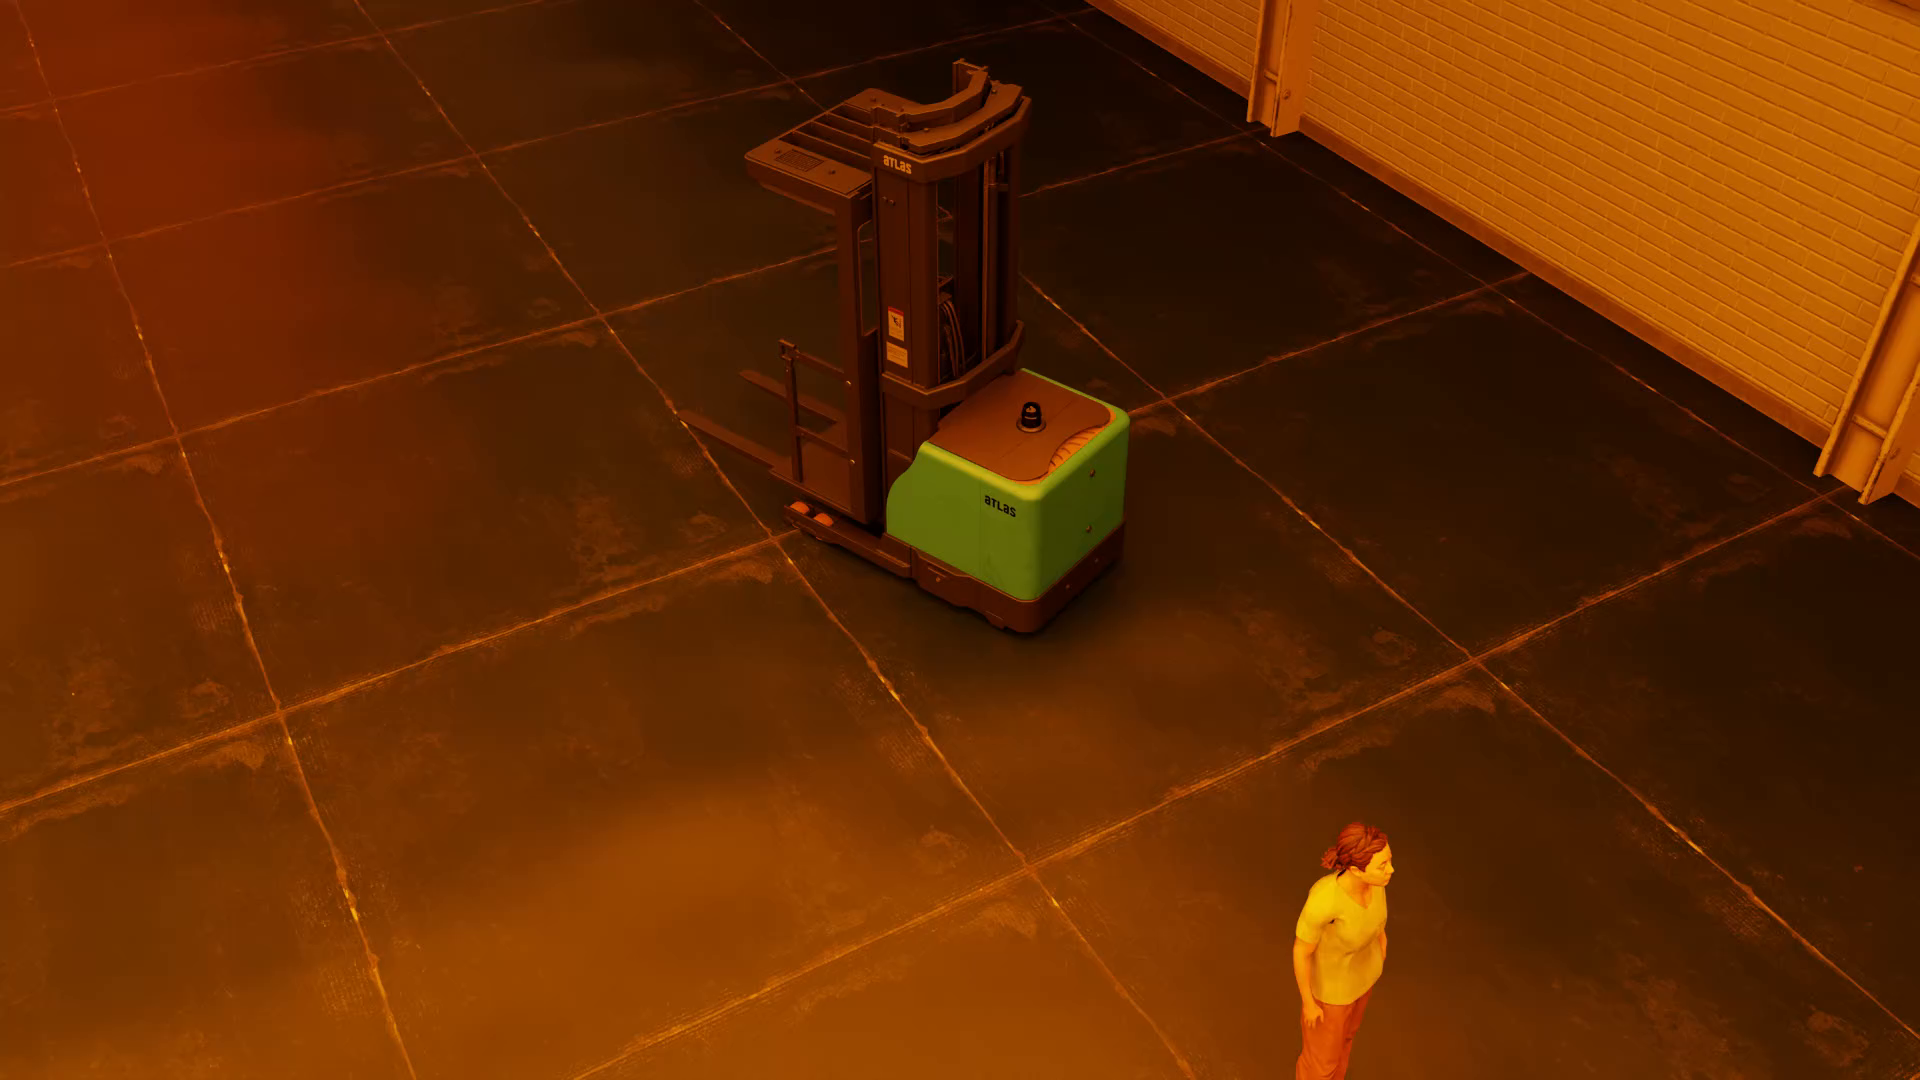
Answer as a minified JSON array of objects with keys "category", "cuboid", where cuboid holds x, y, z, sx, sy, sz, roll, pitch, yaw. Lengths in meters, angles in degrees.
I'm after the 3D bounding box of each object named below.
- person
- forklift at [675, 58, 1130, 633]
[{"category":"person","cuboid":[1.608,1.834,6.797,0.552,1.674,0.549,-30,48,-31]},{"category":"forklift","cuboid":[-0.481,-1.366,9.683,3.031,2.935,1.130,26,46,28]}]
